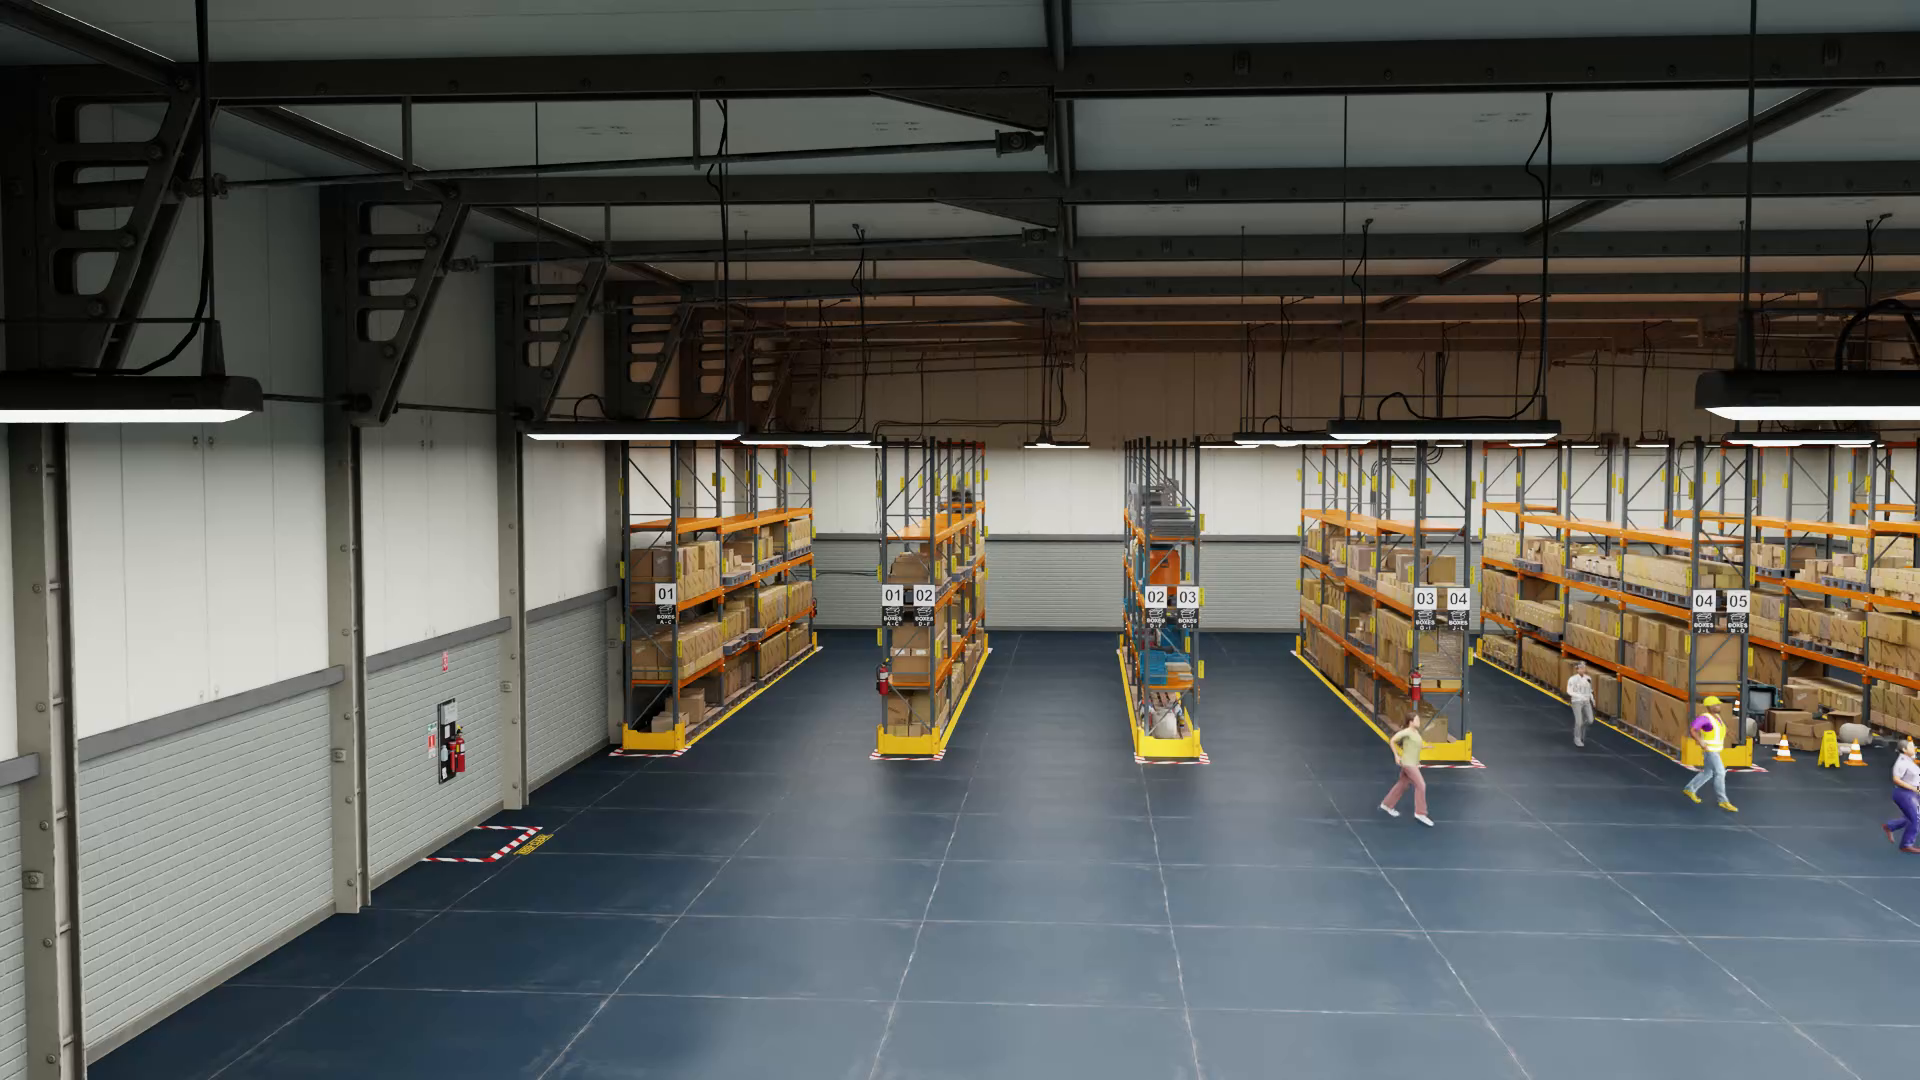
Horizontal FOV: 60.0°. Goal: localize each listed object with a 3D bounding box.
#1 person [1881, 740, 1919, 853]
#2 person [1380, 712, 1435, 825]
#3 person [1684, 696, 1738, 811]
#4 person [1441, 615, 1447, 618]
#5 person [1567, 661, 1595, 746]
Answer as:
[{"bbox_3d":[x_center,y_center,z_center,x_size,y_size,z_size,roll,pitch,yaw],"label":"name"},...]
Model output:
[{"bbox_3d":[13.496,3.664,23.781,0.579,1.564,0.605,2,4,38],"label":"person"},{"bbox_3d":[6.905,3.500,25.667,0.843,1.715,0.547,2,3,29],"label":"person"},{"bbox_3d":[12.039,3.386,26.625,0.868,1.782,0.685,2,4,39],"label":"person"},{"bbox_3d":[13.327,2.387,46.760,0.774,1.669,0.771,1,3,22],"label":"person"},{"bbox_3d":[12.083,3.170,32.260,0.604,1.659,0.538,0,3,-6],"label":"person"}]
